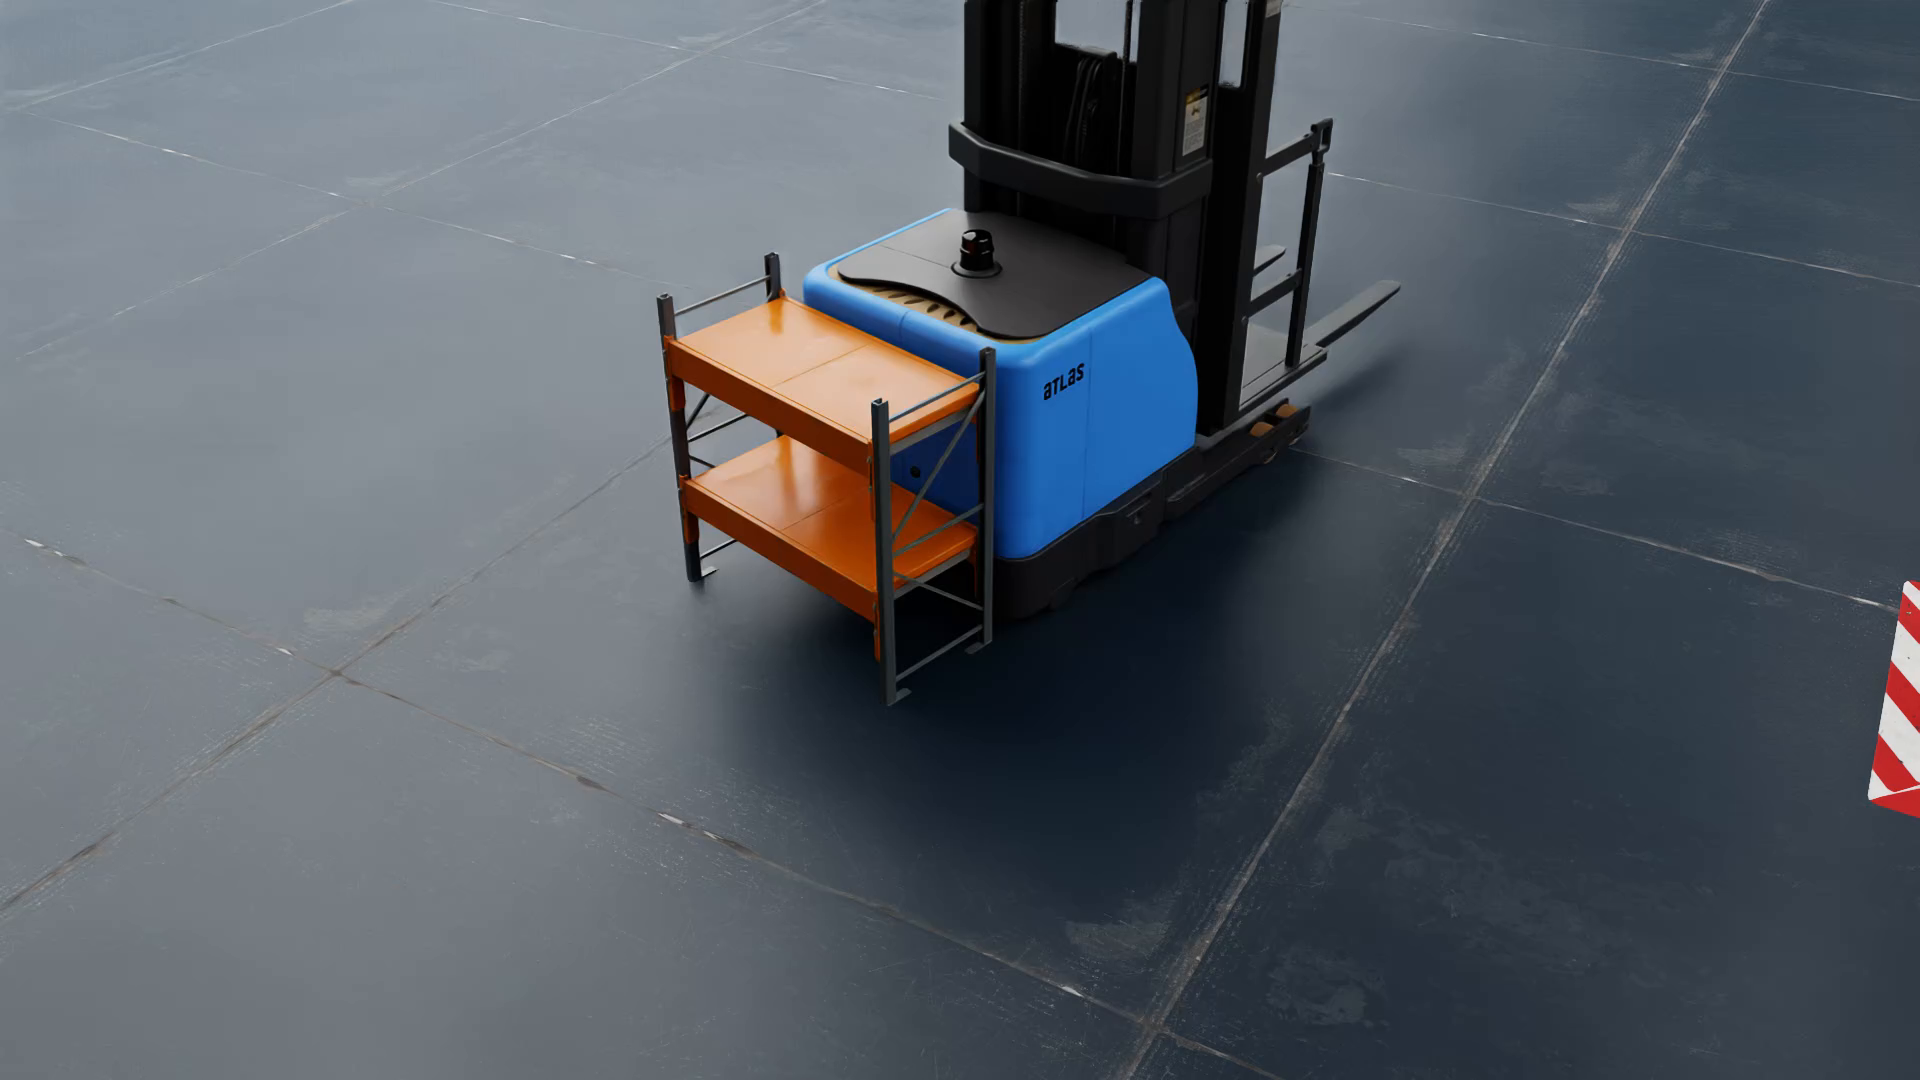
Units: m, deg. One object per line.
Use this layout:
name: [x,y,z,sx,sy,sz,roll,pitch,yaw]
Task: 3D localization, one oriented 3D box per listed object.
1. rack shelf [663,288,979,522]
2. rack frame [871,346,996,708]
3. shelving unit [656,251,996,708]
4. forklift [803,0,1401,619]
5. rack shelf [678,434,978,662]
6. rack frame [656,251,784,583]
rack shelf: [-0.439,-0.465,5.405,1.000,0.278,0.538,28,43,35]
rack frame: [-0.074,-0.025,5.273,0.032,1.125,0.500,28,43,35]
shelving unit: [-0.439,-0.221,5.567,1.048,1.125,0.538,28,43,35]
forklift: [0.783,-1.691,6.146,1.130,2.935,3.031,25,41,33]
rack shelf: [-0.439,-0.018,5.703,1.000,0.278,0.538,28,43,35]
rack frame: [-0.803,-0.418,5.862,0.032,1.125,0.500,28,43,35]
